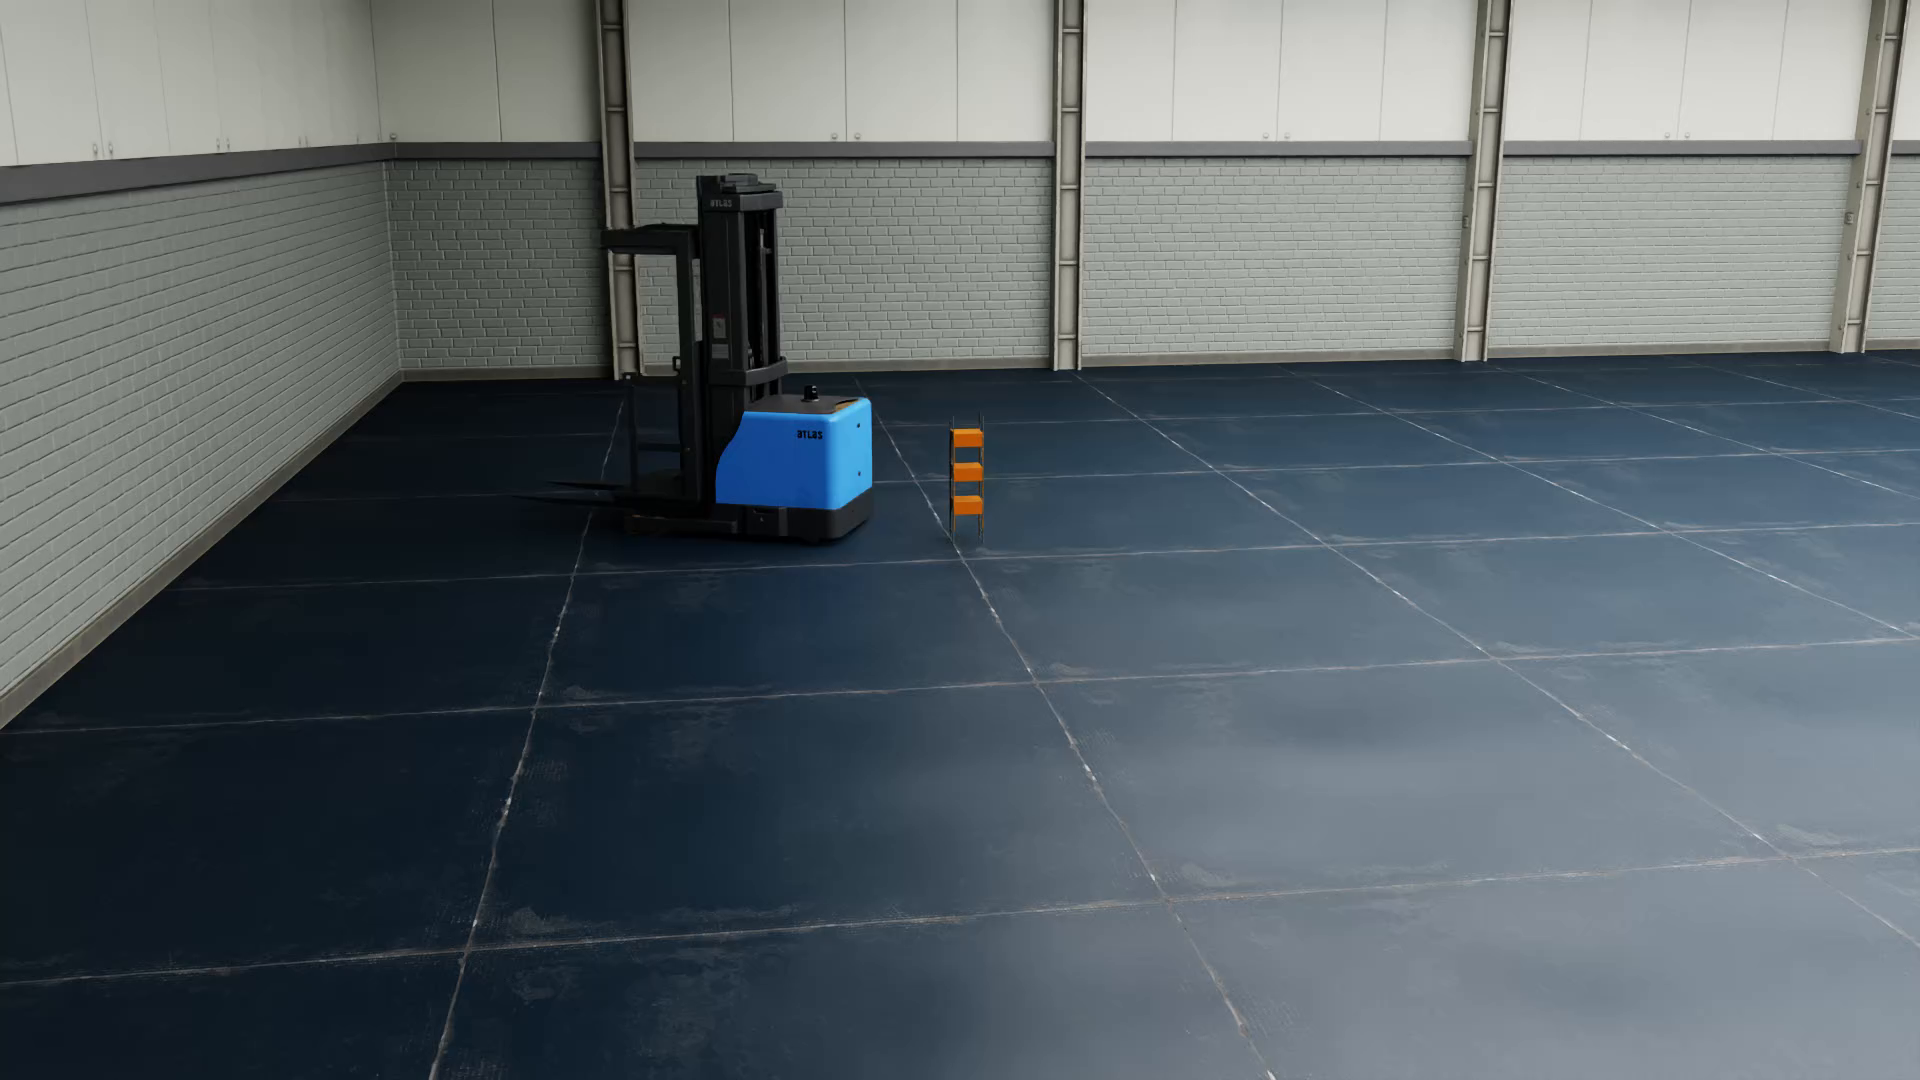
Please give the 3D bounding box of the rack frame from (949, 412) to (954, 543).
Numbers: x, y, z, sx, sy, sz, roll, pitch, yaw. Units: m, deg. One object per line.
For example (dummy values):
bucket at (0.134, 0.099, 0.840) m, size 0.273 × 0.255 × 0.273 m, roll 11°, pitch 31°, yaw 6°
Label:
rack frame at (-0.068, -0.507, 13.584) m, size 0.008 × 1.050 × 0.200 m, roll -2°, pitch 14°, yaw -8°

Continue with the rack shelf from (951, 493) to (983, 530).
rack shelf at (0.053, -0.231, 13.672) m, size 0.240 × 0.259 × 0.215 m, roll -2°, pitch 14°, yaw -8°

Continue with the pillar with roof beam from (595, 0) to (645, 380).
pillar with roof beam at (-3.817, -5.515, 17.213) m, size 0.400 × 9.000 × 9.100 m, roll -2°, pitch 14°, yaw -8°

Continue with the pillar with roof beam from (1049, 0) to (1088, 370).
pillar with roof beam at (2.116, -5.732, 18.080) m, size 0.400 × 9.000 × 9.100 m, roll -2°, pitch 14°, yaw -8°

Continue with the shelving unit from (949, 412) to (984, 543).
shelving unit at (0.053, -0.511, 13.602) m, size 0.252 × 1.050 × 0.215 m, roll -2°, pitch 14°, yaw -8°

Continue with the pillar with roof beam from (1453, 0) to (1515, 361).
pillar with roof beam at (8.049, -5.950, 18.947) m, size 0.400 × 9.000 × 9.100 m, roll -2°, pitch 14°, yaw -8°

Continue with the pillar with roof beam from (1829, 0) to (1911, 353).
pillar with roof beam at (13.982, -6.167, 19.814) m, size 0.400 × 9.000 × 9.100 m, roll -2°, pitch 14°, yaw -8°

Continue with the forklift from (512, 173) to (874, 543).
forklift at (-2.316, -1.572, 13.965) m, size 3.031 × 2.935 × 1.130 m, roll 4°, pitch 15°, yaw 14°

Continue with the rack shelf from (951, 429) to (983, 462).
rack shelf at (0.053, -0.776, 13.535) m, size 0.240 × 0.259 × 0.215 m, roll -2°, pitch 14°, yaw -8°

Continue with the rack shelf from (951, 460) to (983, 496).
rack shelf at (0.053, -0.501, 13.604) m, size 0.240 × 0.259 × 0.215 m, roll -2°, pitch 14°, yaw -8°

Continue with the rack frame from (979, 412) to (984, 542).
rack frame at (0.174, -0.516, 13.619) m, size 0.008 × 1.050 × 0.200 m, roll -2°, pitch 14°, yaw -8°
